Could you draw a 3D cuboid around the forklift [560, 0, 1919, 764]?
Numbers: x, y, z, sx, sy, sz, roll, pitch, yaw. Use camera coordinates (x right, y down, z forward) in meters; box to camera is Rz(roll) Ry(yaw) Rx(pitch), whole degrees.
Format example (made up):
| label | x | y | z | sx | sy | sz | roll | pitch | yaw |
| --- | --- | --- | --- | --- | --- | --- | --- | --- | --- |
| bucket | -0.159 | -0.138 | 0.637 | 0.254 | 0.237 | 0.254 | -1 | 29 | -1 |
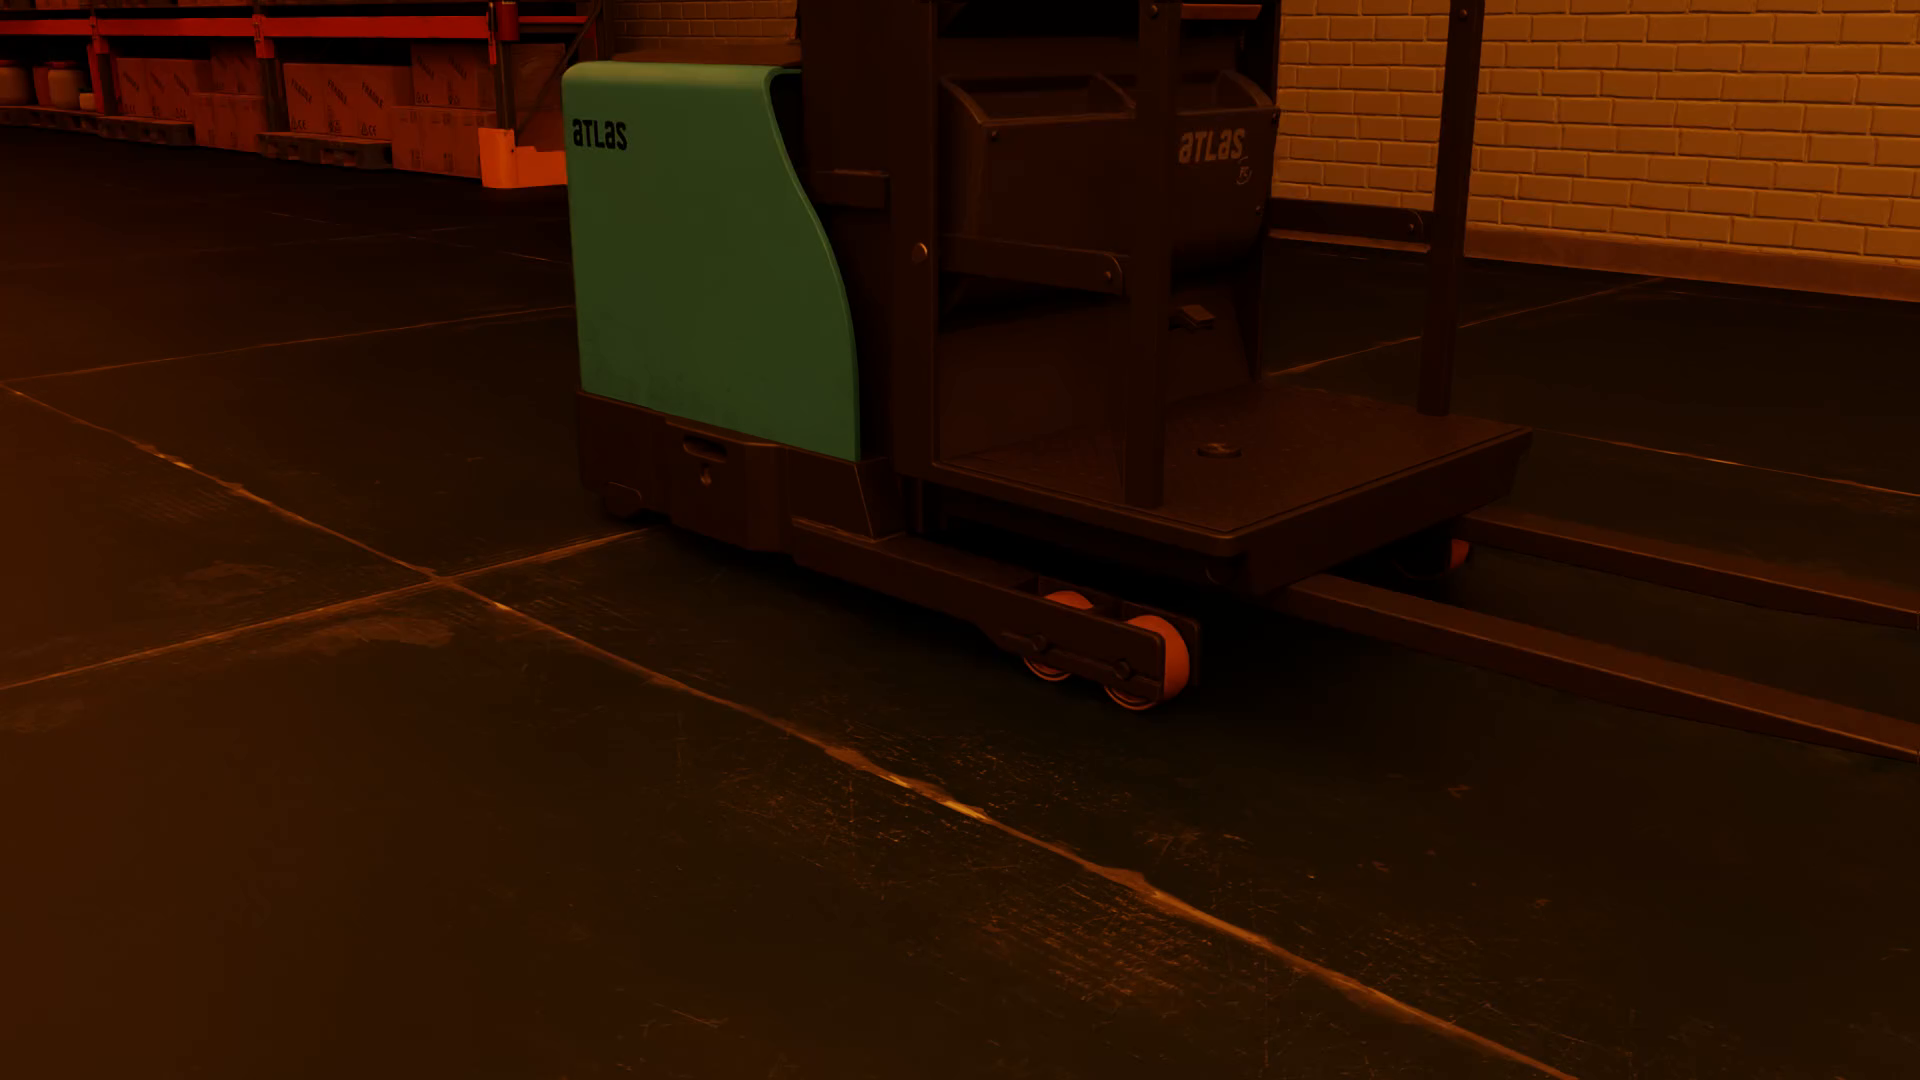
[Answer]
| label | x | y | z | sx | sy | sz | roll | pitch | yaw |
| --- | --- | --- | --- | --- | --- | --- | --- | --- | --- |
| forklift | 0.470 | -1.273 | 3.050 | 3.031 | 2.935 | 1.130 | 16 | 23 | 42 |
